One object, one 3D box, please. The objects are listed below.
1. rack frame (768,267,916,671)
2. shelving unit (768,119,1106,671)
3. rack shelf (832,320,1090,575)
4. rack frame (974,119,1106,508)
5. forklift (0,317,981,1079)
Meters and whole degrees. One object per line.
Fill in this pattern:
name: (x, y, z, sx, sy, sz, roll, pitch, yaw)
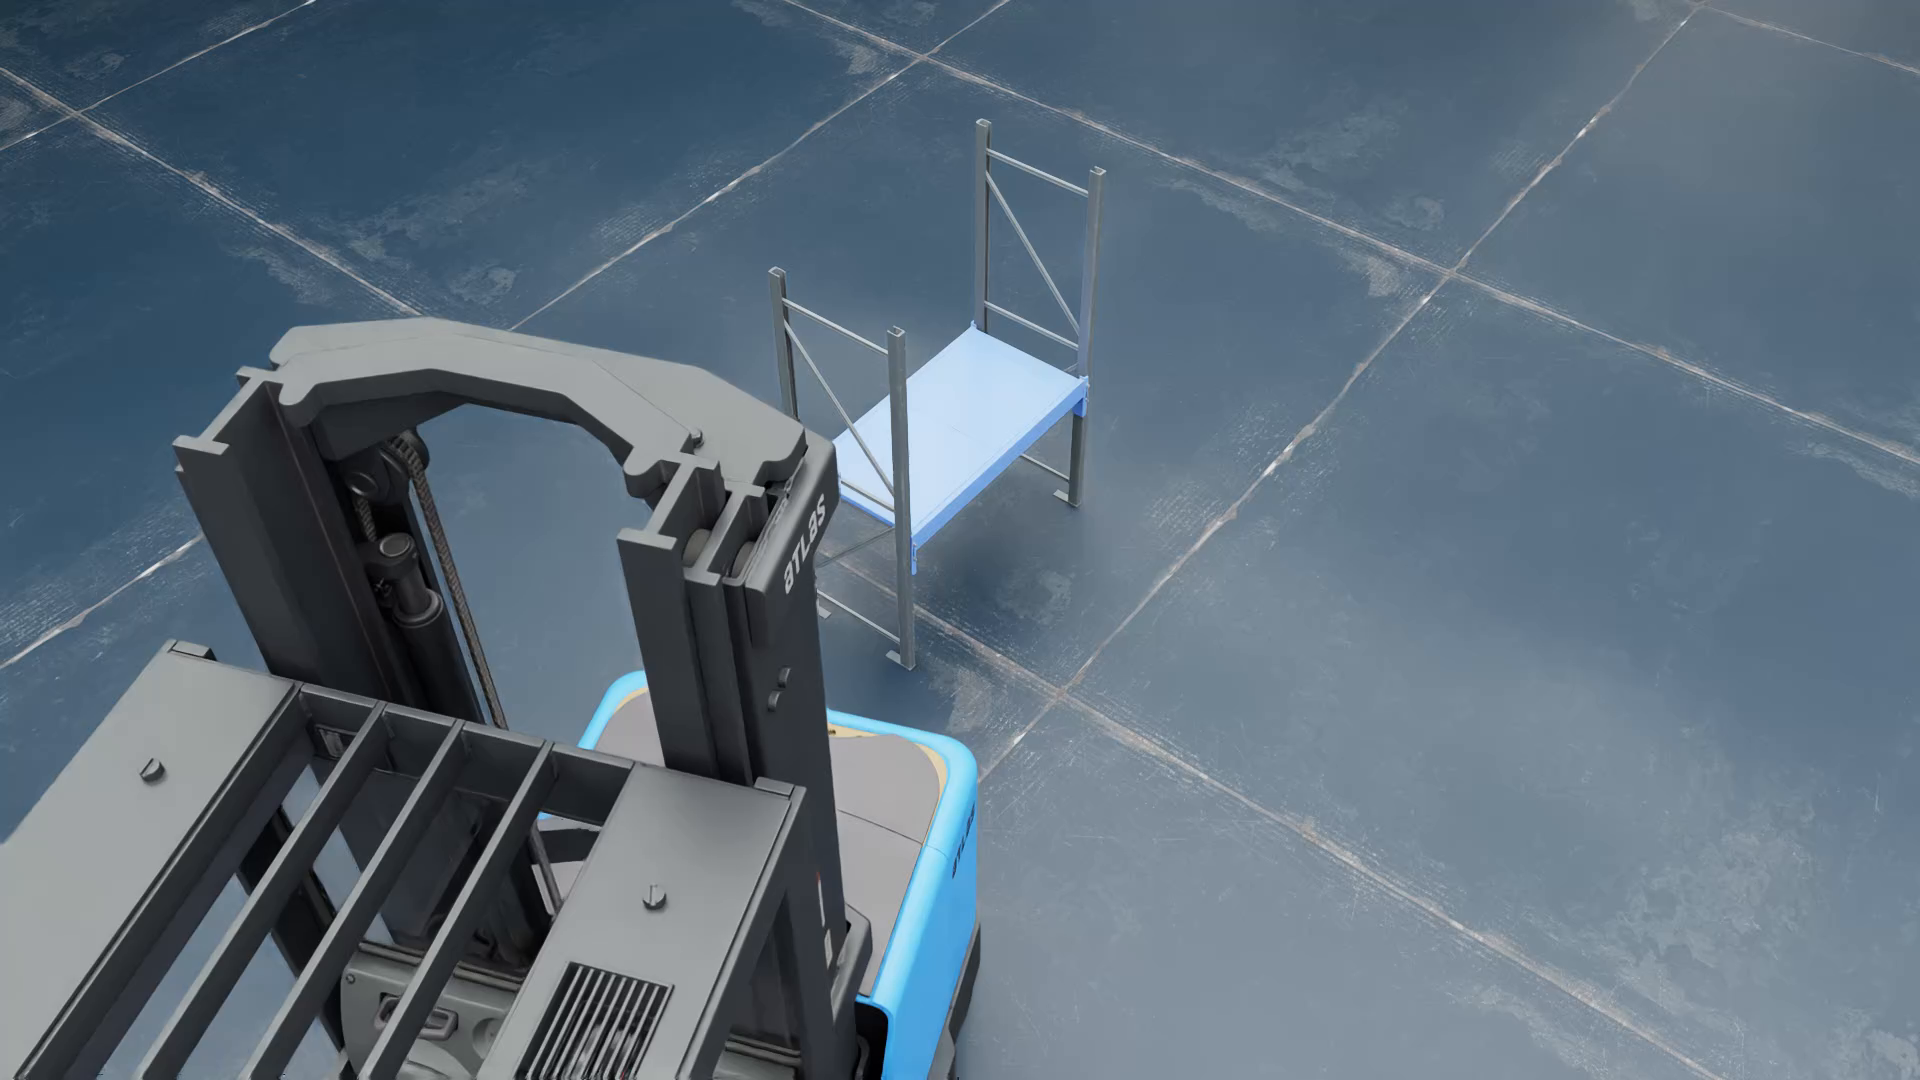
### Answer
rack frame: (-0.363, -0.178, 5.383, 0.500, 1.500, 0.032, 29, 53, 25)
shelving unit: (-0.052, -0.469, 5.661, 0.538, 1.500, 1.048, 29, 53, 25)
rack shelf: (-0.052, -0.345, 5.791, 0.538, 0.185, 1.000, 29, 53, 25)
rack frame: (0.259, -0.760, 5.939, 0.500, 1.500, 0.032, 29, 53, 25)
forklift: (-0.829, 1.183, 3.093, 1.130, 2.935, 3.031, 11, 47, 11)
